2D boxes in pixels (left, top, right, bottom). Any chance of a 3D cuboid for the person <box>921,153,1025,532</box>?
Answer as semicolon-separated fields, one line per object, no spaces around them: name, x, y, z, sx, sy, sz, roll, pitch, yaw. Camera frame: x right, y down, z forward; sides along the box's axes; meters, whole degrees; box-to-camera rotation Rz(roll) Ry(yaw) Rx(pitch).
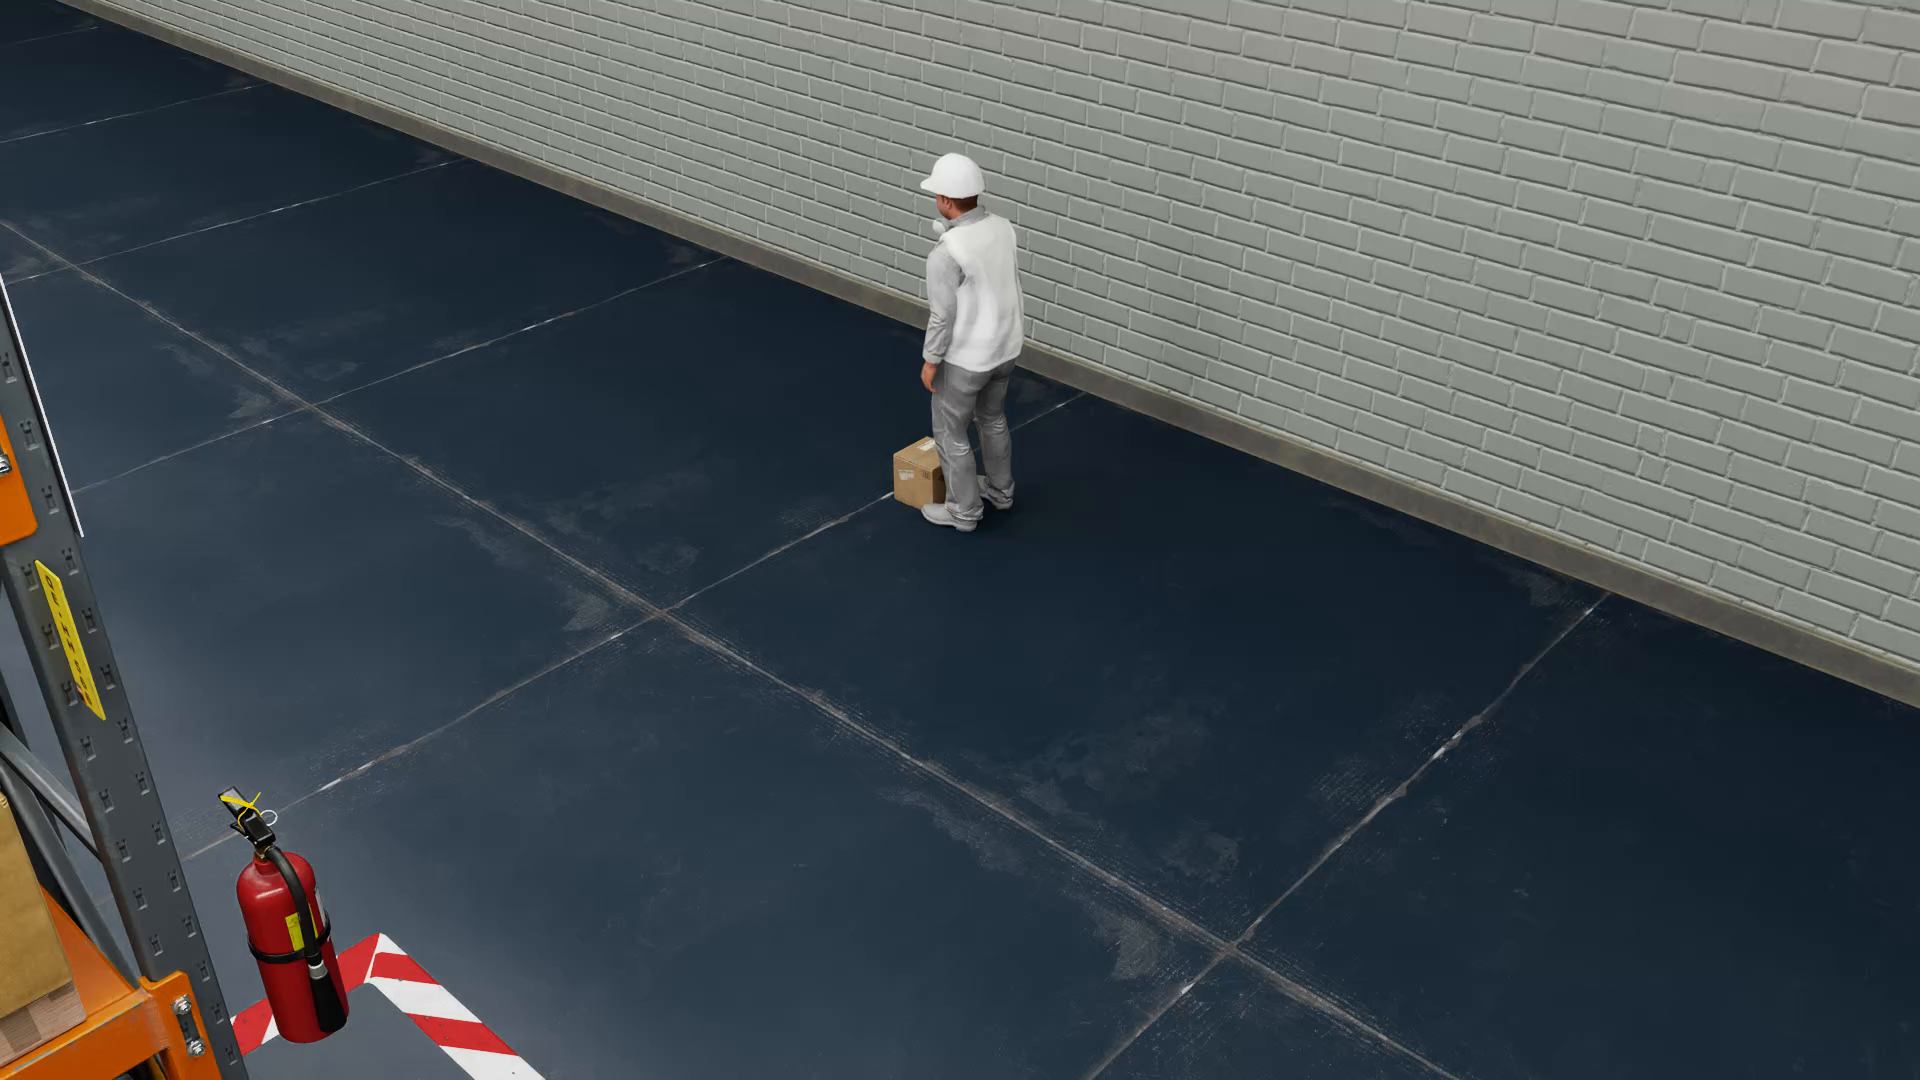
person;0.045;-0.881;7.568;0.466;1.771;0.586;24;39;34
